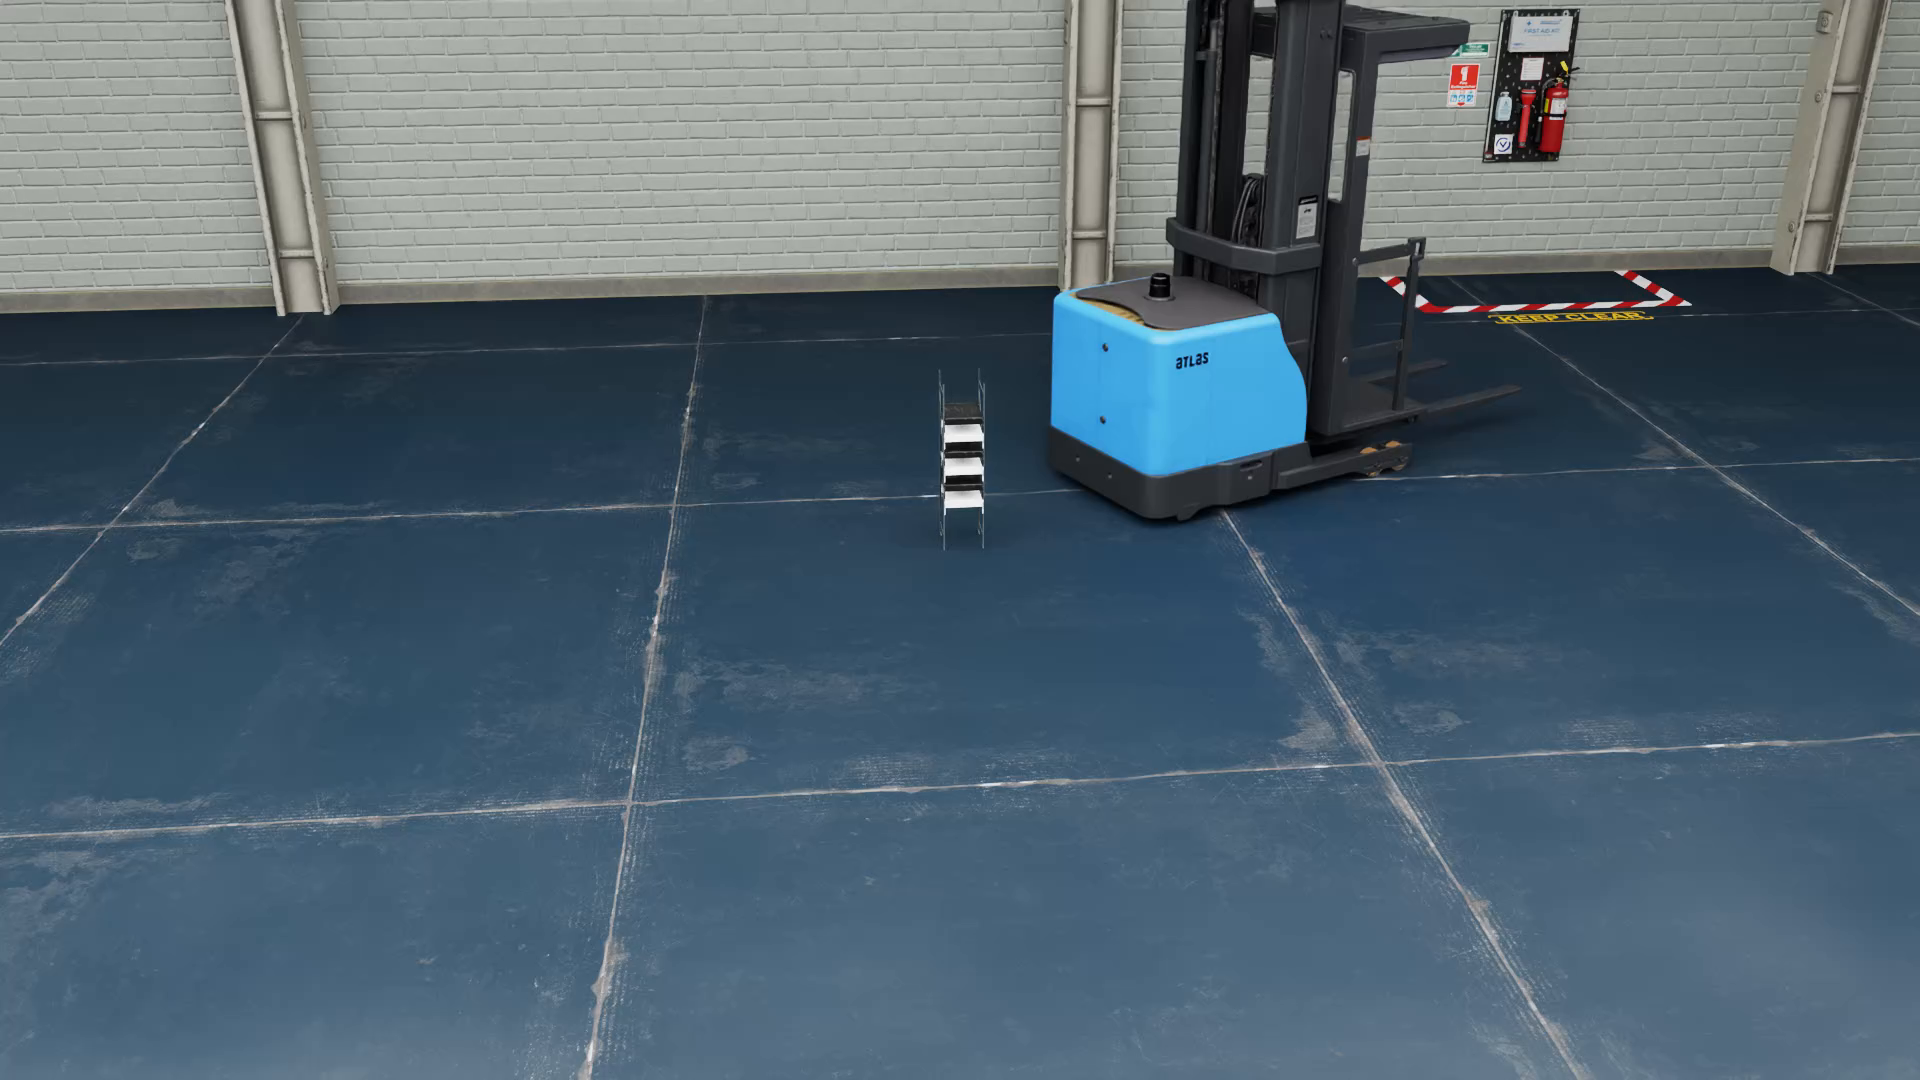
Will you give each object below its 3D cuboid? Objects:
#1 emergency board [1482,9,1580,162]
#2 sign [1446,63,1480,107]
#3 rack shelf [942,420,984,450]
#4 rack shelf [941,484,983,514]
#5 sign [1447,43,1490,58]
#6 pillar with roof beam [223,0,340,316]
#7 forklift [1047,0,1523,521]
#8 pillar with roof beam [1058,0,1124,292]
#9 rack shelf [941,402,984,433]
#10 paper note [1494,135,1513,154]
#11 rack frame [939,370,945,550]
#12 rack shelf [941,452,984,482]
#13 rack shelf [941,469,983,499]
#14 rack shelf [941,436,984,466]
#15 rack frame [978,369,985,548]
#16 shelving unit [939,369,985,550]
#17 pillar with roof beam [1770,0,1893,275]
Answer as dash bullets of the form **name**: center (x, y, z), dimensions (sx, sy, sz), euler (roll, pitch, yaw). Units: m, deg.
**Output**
- **emergency board**: center (4.505, -3.528, 12.995), dimensions (0.643, 1.169, 0.194), euler (-2, 24, -5)
- **sign**: center (3.945, -3.564, 13.032), dimensions (0.234, 0.329, 0.001), euler (-2, 24, -5)
- **rack shelf**: center (0.008, -0.546, 8.508), dimensions (0.200, 0.077, 0.258), euler (-2, 24, -5)
- **rack shelf**: center (0.008, -0.217, 8.655), dimensions (0.200, 0.077, 0.258), euler (-2, 24, -5)
- **sign**: center (3.950, -3.803, 12.917), dimensions (0.331, 0.109, 0.001), euler (-2, 24, -5)
- **pillar with roof beam**: center (-4.551, -4.134, 6.972), dimensions (0.400, 9.000, 9.100), euler (-2, 24, -5)
- **forklift**: center (2.027, -1.872, 9.352), dimensions (3.031, 2.935, 1.130), euler (-14, 28, -28)
- **pillar with roof beam**: center (1.420, -4.374, 7.510), dimensions (0.400, 9.000, 9.100), euler (-2, 24, -5)
- **rack shelf**: center (0.008, -0.628, 8.472), dimensions (0.200, 0.077, 0.258), euler (-2, 24, -5)
- **paper note**: center (4.322, -3.147, 13.221), dimensions (0.142, 0.148, 0.016), euler (-2, 24, -5)
- **rack frame**: center (-0.093, -0.407, 8.559), dimensions (0.006, 0.900, 0.240), euler (-2, 24, -5)
- **rack shelf**: center (0.008, -0.381, 8.581), dimensions (0.200, 0.077, 0.258), euler (-2, 24, -5)
- **rack shelf**: center (0.008, -0.299, 8.618), dimensions (0.200, 0.077, 0.258), euler (-2, 24, -5)
- **rack shelf**: center (0.008, -0.463, 8.545), dimensions (0.200, 0.077, 0.258), euler (-2, 24, -5)
- **rack frame**: center (0.109, -0.416, 8.577), dimensions (0.006, 0.900, 0.240), euler (-2, 24, -5)
- **shelving unit**: center (0.008, -0.412, 8.568), dimensions (0.210, 0.900, 0.258), euler (-2, 24, -5)
- **pillar with roof beam**: center (7.391, -4.613, 8.049), dimensions (0.400, 9.000, 9.100), euler (-2, 24, -5)
